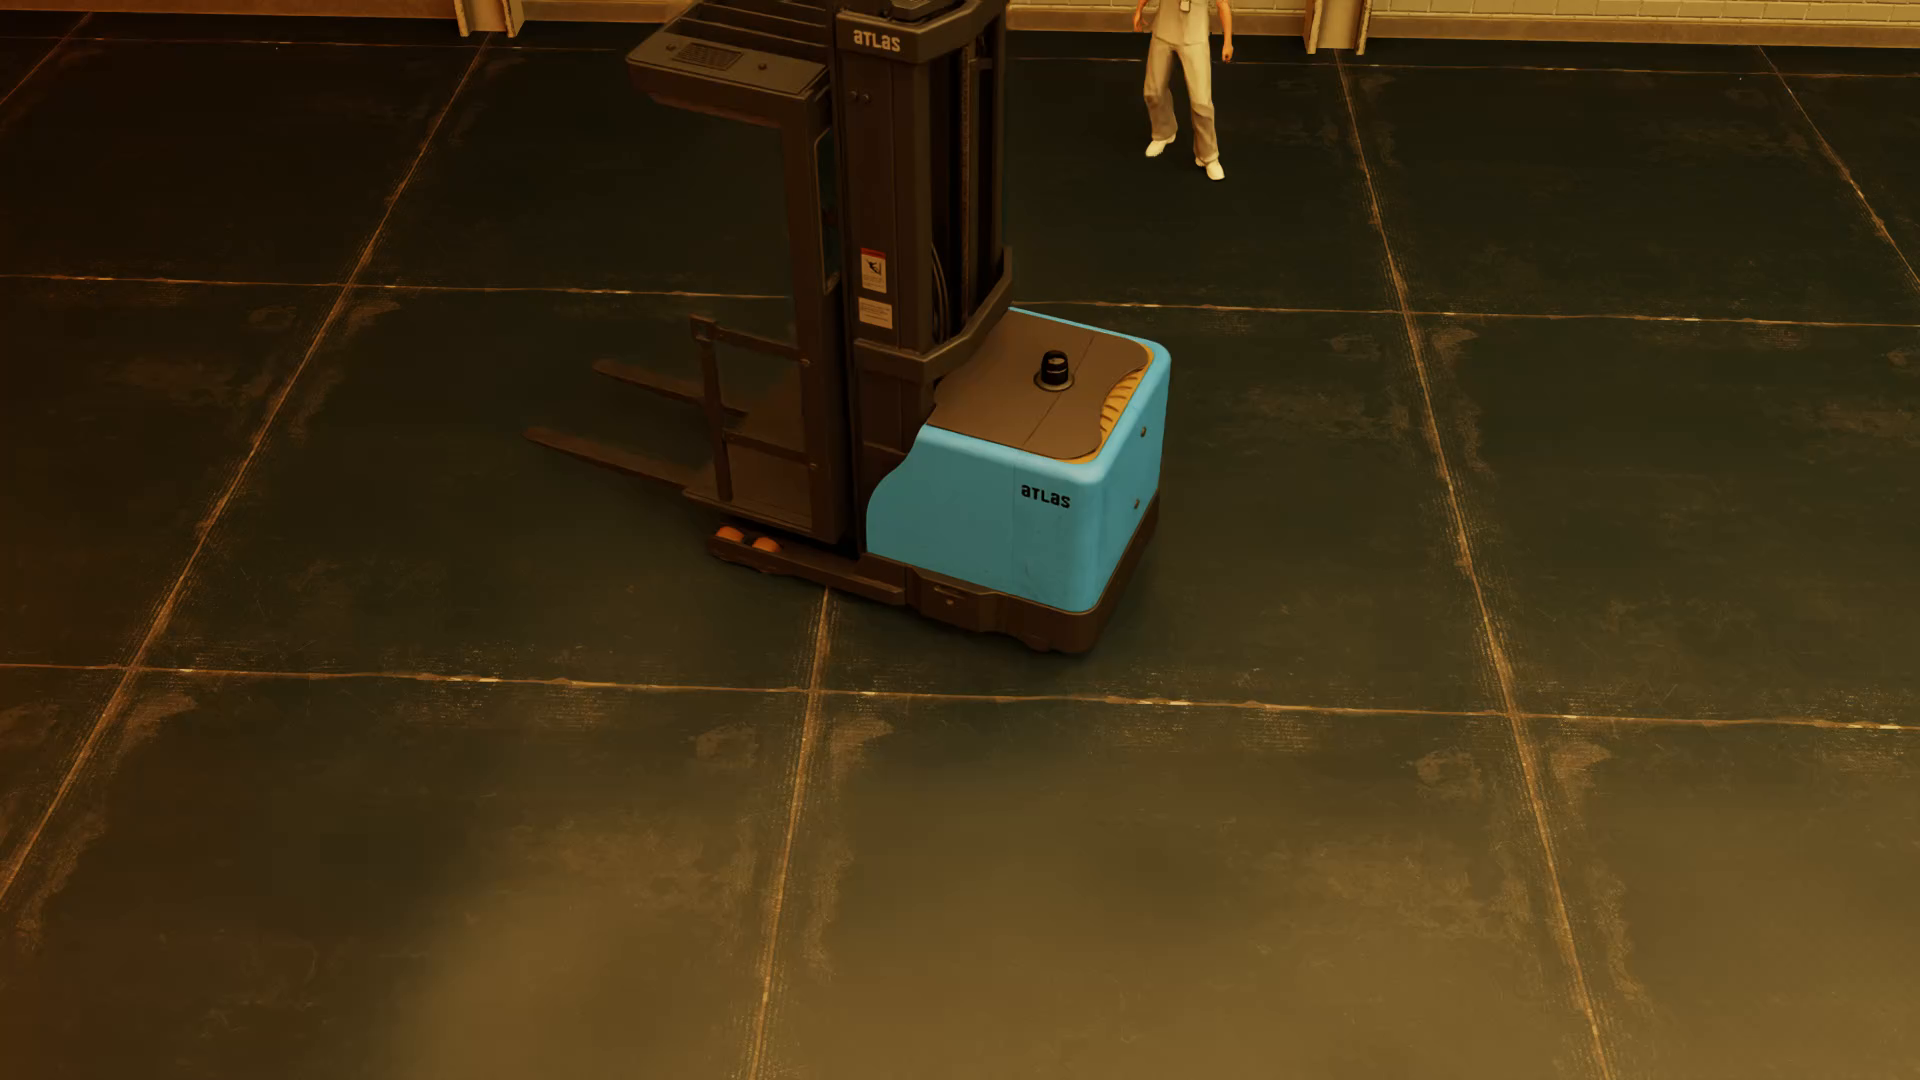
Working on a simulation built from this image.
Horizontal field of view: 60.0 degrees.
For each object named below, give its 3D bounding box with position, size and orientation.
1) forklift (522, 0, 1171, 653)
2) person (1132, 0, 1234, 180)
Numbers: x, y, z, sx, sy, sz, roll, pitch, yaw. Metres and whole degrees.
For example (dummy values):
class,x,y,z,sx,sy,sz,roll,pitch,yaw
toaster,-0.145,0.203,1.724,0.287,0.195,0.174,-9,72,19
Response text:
class,x,y,z,sx,sy,sz,roll,pitch,yaw
forklift,-0.629,-1.239,7.099,3.031,2.935,1.130,16,45,17
person,1.376,-3.039,10.053,0.794,1.643,0.403,25,48,25
